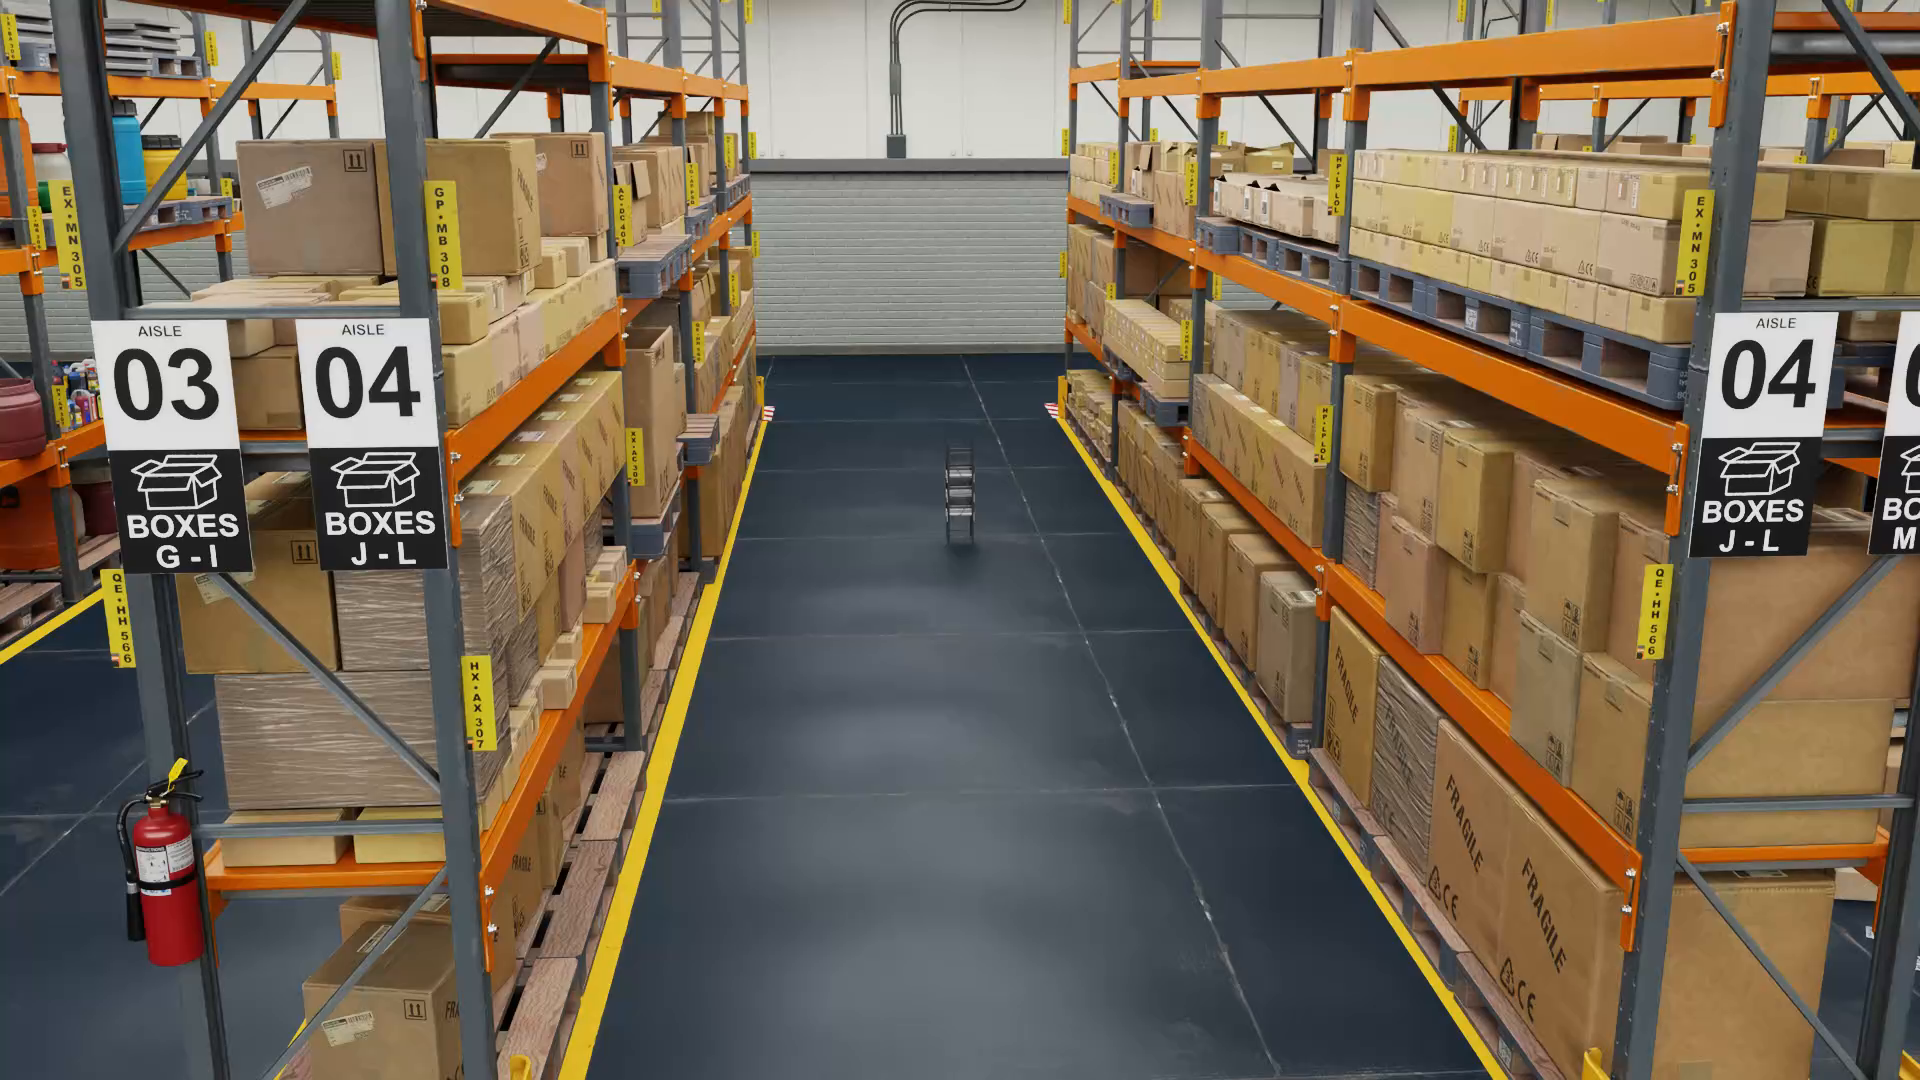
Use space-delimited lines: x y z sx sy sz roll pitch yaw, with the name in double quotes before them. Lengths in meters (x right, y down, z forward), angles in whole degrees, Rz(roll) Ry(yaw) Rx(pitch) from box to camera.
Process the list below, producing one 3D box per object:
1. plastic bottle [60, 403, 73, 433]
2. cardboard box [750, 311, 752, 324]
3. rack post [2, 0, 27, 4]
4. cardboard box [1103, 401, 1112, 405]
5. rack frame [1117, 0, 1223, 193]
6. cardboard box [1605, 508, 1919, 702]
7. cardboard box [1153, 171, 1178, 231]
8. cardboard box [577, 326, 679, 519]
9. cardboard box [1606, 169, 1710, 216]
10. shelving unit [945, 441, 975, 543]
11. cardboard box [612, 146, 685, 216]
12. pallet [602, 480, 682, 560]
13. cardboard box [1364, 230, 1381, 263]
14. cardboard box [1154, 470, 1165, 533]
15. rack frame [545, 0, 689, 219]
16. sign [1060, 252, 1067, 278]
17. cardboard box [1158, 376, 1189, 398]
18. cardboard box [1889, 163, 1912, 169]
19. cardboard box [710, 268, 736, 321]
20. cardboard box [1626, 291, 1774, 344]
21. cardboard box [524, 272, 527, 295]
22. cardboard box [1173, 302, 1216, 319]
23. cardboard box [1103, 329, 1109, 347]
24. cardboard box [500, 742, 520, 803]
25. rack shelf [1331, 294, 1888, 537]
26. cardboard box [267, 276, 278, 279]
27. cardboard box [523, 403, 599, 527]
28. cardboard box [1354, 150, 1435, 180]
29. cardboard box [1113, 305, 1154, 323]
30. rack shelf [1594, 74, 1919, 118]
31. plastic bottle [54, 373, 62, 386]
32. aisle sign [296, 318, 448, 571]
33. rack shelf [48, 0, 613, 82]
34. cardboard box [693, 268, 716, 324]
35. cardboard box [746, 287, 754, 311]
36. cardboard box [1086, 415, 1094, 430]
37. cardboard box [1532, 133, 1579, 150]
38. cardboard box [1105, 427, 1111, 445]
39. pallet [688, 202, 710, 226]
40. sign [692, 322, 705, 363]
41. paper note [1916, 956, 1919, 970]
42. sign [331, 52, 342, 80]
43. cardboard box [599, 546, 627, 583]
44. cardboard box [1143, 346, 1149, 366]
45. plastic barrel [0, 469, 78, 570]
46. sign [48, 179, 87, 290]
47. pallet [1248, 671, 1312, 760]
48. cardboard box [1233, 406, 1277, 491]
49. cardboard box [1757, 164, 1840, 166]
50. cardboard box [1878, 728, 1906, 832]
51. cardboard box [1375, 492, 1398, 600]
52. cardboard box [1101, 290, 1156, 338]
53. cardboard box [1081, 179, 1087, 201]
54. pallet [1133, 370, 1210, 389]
"plastic bottle" -7.256 -1.005 13.385 0.152 0.276 0.135 -1 14 -3
"cardboard box" -2.721 -2.686 20.173 0.380 0.149 0.250 -1 14 -3
"rack post" -7.698 -4.300 12.867 0.624 0.289 0.986 -1 14 -3
"cardboard box" 1.803 -1.461 18.593 0.380 0.149 0.250 0 14 -2
"rack frame" 2.101 -4.980 16.548 1.000 3.000 0.127 -1 14 -3
"cardboard box" 2.860 0.221 5.904 0.875 0.550 0.550 -1 14 -3
"cardboard box" 1.989 -2.968 14.545 0.500 0.500 0.500 -1 14 -3
"cardboard box" -2.270 -0.728 10.012 1.000 1.000 1.000 -1 14 -3
"cardboard box" 2.471 -1.200 5.736 0.380 0.149 0.250 -1 14 -3
"shelving unit" 0.000 -0.438 15.146 0.258 0.900 0.210 -1 14 -3
"cardboard box" -2.329 -2.657 12.334 0.500 0.500 0.500 -1 14 -2
"pallet" -2.262 -0.133 10.134 1.003 0.211 1.213 -1 14 -3
"cardboard box" 2.298 -1.508 8.533 0.380 0.149 0.250 -1 14 -3
"cardboard box" 2.019 -0.362 14.810 0.500 0.500 0.500 0 14 -1
"rack frame" -2.608 -3.934 12.481 1.000 3.000 0.127 -1 14 -3
"sign" 1.311 -3.481 21.021 0.100 0.325 0.005 -1 14 -3
"cardboard box" 1.859 -1.278 13.857 0.380 0.149 0.250 -1 14 -3
"cardboard box" 11.567 -4.405 20.035 0.500 0.250 0.500 -1 14 -5
"cardboard box" -2.630 -2.581 17.462 0.500 0.500 0.500 -1 14 -3
"cardboard box" 2.485 -0.751 5.590 0.380 0.149 0.250 -1 14 -4
"cardboard box" -2.007 -1.070 6.869 0.380 0.149 0.250 -1 14 -4
"cardboard box" 2.338 -2.281 16.564 0.380 0.149 0.250 -1 14 -5
"cardboard box" 1.666 -2.052 16.866 0.380 0.149 0.250 -2 15 -6
"cardboard box" -1.889 0.883 6.303 0.380 0.149 0.250 -1 14 -3
"rack shelf" 2.720 -0.692 7.345 1.077 0.370 4.000 -1 14 -3
"cardboard box" -2.514 -1.000 6.599 0.380 0.149 0.250 -2 15 -6
"cardboard box" -1.995 -0.354 7.803 0.500 0.500 0.500 -1 14 -3
"cardboard box" 2.280 -1.959 8.684 0.380 0.149 0.250 -1 14 -3
"cardboard box" 1.703 -2.207 16.275 0.380 0.149 0.250 -1 14 -3
"rack shelf" 7.159 -4.043 15.149 1.077 0.370 4.000 -1 14 -3
"plastic bottle" -7.941 -1.322 14.604 0.061 0.283 0.133 -1 14 -3
"aisle sign" -1.809 -0.287 5.130 0.394 0.787 0.004 -1 14 -3
"rack shelf" -2.236 -2.092 6.772 1.077 0.370 4.000 -1 14 -3
"cardboard box" -2.808 -2.399 16.341 0.797 0.503 0.637 -1 14 -5
"cardboard box" -2.809 -2.973 20.491 0.500 0.250 0.500 -1 14 -4
"cardboard box" 1.675 -1.373 19.444 0.380 0.149 0.250 -1 14 -3
"cardboard box" 6.762 -4.421 19.148 0.500 0.500 0.500 -1 14 -2
"cardboard box" 1.764 -1.115 17.846 0.380 0.149 0.250 -1 14 -2
"pallet" -2.773 -2.827 14.579 1.003 0.211 1.213 0 14 -1
"sign" -2.067 -1.562 13.136 0.100 0.325 0.005 -1 14 -3
"paper note" 4.444 1.942 7.643 0.144 0.017 0.142 4 15 16
"sign" -7.499 -5.704 20.006 0.100 0.325 0.005 -1 14 -3
"cardboard box" -2.053 0.137 9.204 0.380 0.149 0.250 -1 14 -3
"cardboard box" 1.811 -1.616 14.575 0.380 0.149 0.250 -1 14 -3
"plastic barrel" -7.599 -0.226 13.622 0.600 0.830 0.708 -1 14 -3
"sign" -2.668 -0.917 4.998 0.100 0.325 0.005 -1 14 -3
"pallet" 2.473 1.074 10.651 1.003 0.211 1.213 -1 14 -3
"cardboard box" 2.201 -0.637 11.506 0.500 0.500 0.500 -1 14 -4
"cardboard box" 3.096 -1.336 6.265 0.380 0.149 0.250 -1 14 -3
"cardboard box" 5.077 1.321 8.834 0.797 0.637 0.503 -1 14 -3
"cardboard box" 2.688 0.070 8.658 0.875 0.550 0.550 -1 14 -3
"cardboard box" 1.789 -2.383 17.696 0.500 0.500 0.500 -1 14 -3
"cardboard box" 1.699 -4.075 19.351 0.500 0.250 0.500 -1 14 -5
"pallet" 2.185 -1.479 15.364 1.003 0.211 1.213 -1 14 -3
